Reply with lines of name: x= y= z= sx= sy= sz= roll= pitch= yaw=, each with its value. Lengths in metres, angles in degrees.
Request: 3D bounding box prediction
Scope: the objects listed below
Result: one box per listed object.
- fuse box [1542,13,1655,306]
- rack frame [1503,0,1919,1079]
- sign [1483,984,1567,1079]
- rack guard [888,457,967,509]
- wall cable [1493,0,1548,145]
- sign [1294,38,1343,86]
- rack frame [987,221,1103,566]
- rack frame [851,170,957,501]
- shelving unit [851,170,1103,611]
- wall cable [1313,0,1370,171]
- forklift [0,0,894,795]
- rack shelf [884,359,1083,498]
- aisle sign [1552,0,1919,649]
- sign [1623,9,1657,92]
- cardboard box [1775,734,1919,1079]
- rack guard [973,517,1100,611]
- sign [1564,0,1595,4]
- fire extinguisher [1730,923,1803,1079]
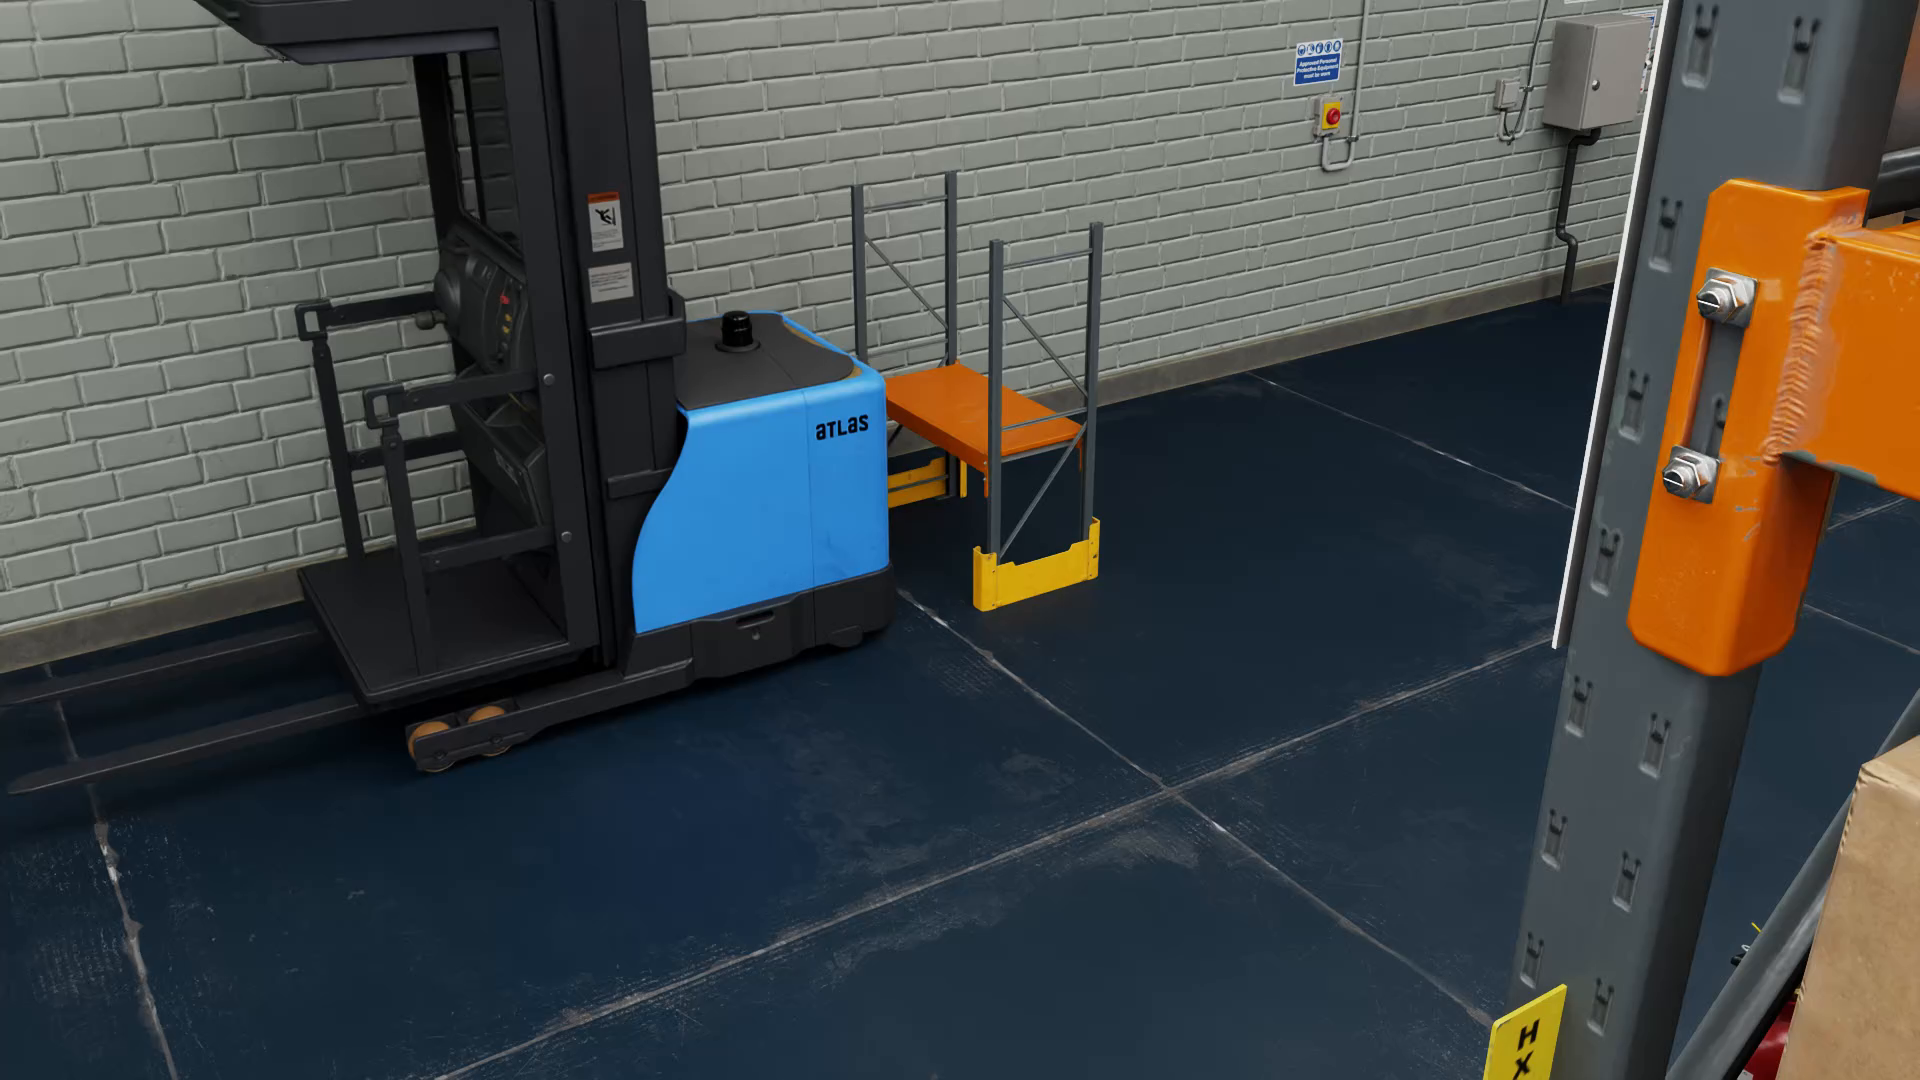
fuse box: x=3.797 y=-2.234 z=9.977 sx=0.539 sy=1.711 sz=0.414 roll=-16 pitch=29 yaw=-30
rack frame: x=0.960 y=0.823 z=1.993 sx=0.949 sy=2.616 sz=0.053 roll=-16 pitch=29 yaw=-30
sign: x=0.508 y=0.557 z=1.542 sx=0.100 sy=0.325 sz=0.005 roll=-16 pitch=29 yaw=-30
rack guard: x=-0.230 y=-0.264 z=7.516 sx=0.587 sy=0.250 sz=0.087 roll=-16 pitch=29 yaw=-30
wall cable: x=3.139 y=-3.173 z=9.268 sx=0.588 sy=1.984 sz=0.122 roll=-16 pitch=29 yaw=-30
sign: x=1.883 y=-2.512 z=8.741 sx=0.327 sy=0.218 sz=0.001 roll=-16 pitch=29 yaw=-30
rack frame: x=0.324 y=-0.466 z=6.480 sx=0.500 sy=1.500 sz=0.032 roll=-16 pitch=29 yaw=-30
rack frame: x=-0.231 y=-0.830 z=7.250 sx=0.500 sy=1.500 sz=0.032 roll=-16 pitch=29 yaw=-30
shelving unit: x=0.042 y=-0.651 z=6.872 sx=0.587 sy=1.500 sz=1.083 roll=-16 pitch=29 yaw=-30
wall cable: x=1.957 y=-2.853 z=8.552 sx=0.585 sy=1.953 sz=0.123 roll=-16 pitch=29 yaw=-30
forklift: x=-1.783 y=-0.802 z=5.516 sx=3.031 sy=2.935 sz=1.130 roll=-14 pitch=29 yaw=-28
rack shelf: x=0.047 y=-0.485 z=6.942 sx=0.538 sy=0.185 sz=1.000 roll=-16 pitch=29 yaw=-30
aisle sign: x=0.671 y=-0.310 z=1.347 sx=0.394 sy=0.787 sz=0.004 roll=-16 pitch=29 yaw=-30
sign: x=4.097 y=-2.963 z=10.123 sx=0.329 sy=0.494 sz=0.001 roll=-16 pitch=29 yaw=-30
cardboard box: x=0.985 y=0.413 z=1.225 sx=0.500 sy=0.500 sz=0.500 roll=-16 pitch=29 yaw=-30
rack guard: x=0.313 y=0.092 z=6.762 sx=0.587 sy=0.250 sz=0.087 roll=-16 pitch=29 yaw=-30
sign: x=3.637 y=-3.251 z=9.656 sx=0.339 sy=0.242 sz=0.001 roll=-16 pitch=29 yaw=-30
fire extinguisher: x=1.212 y=0.828 z=2.510 sx=0.296 sy=0.674 sz=0.183 roll=-16 pitch=29 yaw=-30
